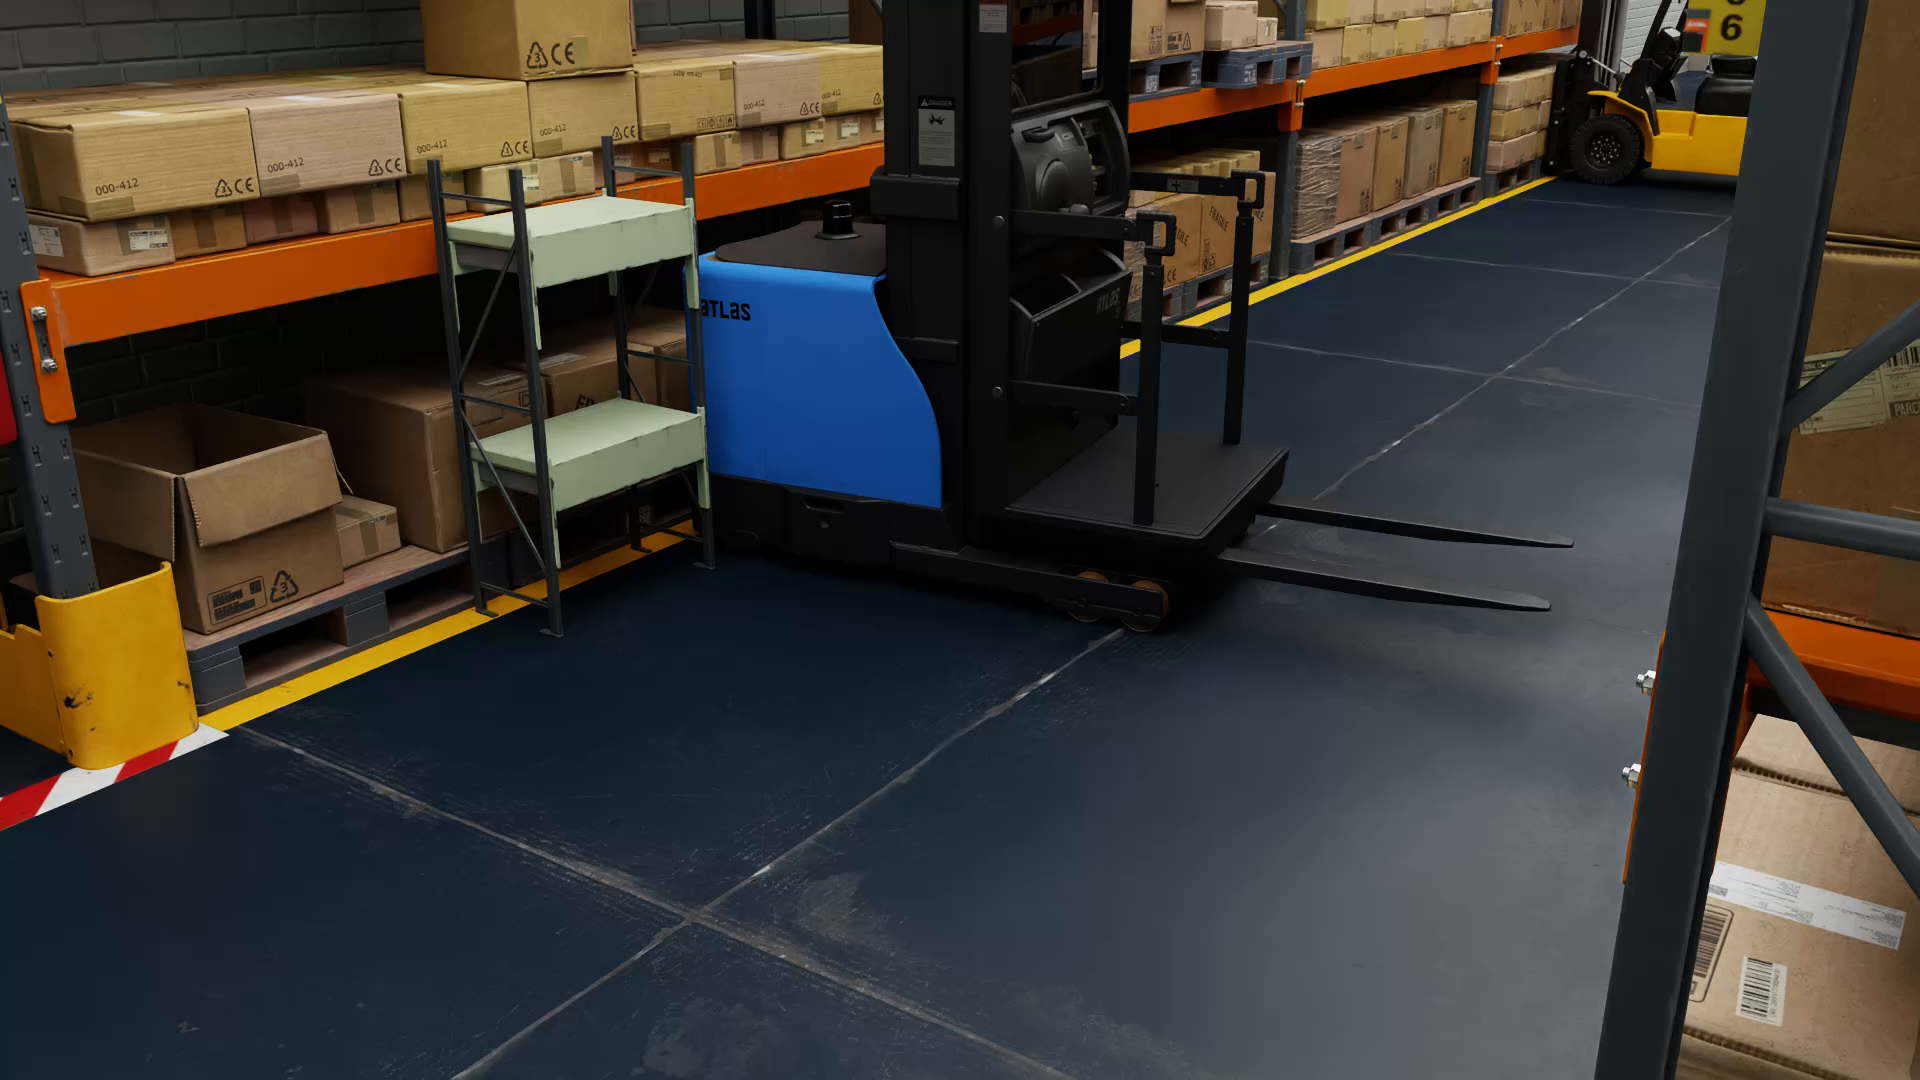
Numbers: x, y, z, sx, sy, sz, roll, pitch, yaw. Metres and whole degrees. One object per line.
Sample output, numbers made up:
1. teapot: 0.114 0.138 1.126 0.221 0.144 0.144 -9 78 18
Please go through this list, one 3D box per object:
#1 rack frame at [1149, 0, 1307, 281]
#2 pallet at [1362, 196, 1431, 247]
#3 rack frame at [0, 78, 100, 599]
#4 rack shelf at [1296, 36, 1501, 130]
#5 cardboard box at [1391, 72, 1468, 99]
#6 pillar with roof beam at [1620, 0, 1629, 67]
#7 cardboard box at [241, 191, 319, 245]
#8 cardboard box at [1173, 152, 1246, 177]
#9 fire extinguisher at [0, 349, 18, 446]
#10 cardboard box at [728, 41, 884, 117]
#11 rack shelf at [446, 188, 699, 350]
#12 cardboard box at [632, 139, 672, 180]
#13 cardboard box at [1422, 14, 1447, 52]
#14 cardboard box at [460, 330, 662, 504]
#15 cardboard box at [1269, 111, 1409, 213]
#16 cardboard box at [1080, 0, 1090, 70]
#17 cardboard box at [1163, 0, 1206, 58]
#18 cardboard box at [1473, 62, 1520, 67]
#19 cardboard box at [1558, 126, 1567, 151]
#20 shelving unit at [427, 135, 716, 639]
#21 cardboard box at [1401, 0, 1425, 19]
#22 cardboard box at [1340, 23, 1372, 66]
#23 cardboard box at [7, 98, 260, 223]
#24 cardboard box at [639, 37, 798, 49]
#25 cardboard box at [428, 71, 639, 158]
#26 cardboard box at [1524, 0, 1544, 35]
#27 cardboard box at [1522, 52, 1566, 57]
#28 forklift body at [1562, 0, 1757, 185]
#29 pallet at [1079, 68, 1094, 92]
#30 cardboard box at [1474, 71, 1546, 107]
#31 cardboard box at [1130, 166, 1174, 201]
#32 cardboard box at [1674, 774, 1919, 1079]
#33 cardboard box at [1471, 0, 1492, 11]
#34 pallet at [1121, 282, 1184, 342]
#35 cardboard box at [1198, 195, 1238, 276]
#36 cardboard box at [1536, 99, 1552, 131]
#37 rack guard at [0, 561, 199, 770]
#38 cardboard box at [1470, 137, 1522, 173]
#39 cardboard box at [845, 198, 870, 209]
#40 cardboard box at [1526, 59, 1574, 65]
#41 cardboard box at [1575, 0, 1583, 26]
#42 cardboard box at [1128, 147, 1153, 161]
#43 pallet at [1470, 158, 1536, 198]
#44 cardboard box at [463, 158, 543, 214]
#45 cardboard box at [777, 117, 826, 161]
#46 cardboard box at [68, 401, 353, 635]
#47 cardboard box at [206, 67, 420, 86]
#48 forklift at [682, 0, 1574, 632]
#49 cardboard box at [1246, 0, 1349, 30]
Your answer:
1. rack frame: 1.706 -3.203 10.602 1.000 3.000 0.127 13 24 32
2. pallet: 2.887 -2.473 12.646 1.003 0.211 1.213 13 24 32
3. rack frame: -2.791 -0.908 4.396 1.000 3.000 0.127 13 24 32
4. rack shelf: 2.830 -3.440 12.278 1.077 0.370 4.000 13 24 32
5. cardboard box: 4.071 -3.906 14.419 0.500 0.250 0.500 14 24 33
6. pillar with roof beam: 11.999 -9.170 18.086 9.100 9.000 0.400 13 24 32
7. cardboard box: -2.156 -0.995 4.994 0.380 0.149 0.250 13 24 31
8. cardboard box: 1.510 -2.257 10.105 0.380 0.149 0.250 12 23 29
9. fire extinguisher: -2.492 -0.565 4.116 0.296 0.674 0.183 13 24 32
10. cardboard box: -0.627 -1.931 6.950 0.500 0.250 0.500 14 24 33
11. rack shelf: -1.255 -0.895 5.397 0.431 0.370 0.720 13 24 32
12. cardboard box: -1.296 -1.438 6.191 0.380 0.149 0.250 14 24 33
13. cardboard box: 3.305 -3.803 12.440 0.500 0.250 0.500 13 24 32
14. cardboard box: -1.477 -0.460 6.181 0.500 0.500 0.500 14 24 33
15. cardboard box: 2.807 -2.845 12.451 0.875 0.625 0.625 12 24 30
16. cardboard box: 0.205 -2.543 8.068 0.700 0.500 0.500 14 24 32
17. cardboard box: 0.941 -2.944 9.147 0.797 0.503 0.637 13 24 31
18. cardboard box: 4.914 -4.343 15.599 0.500 0.250 0.500 13 24 31
19. cardboard box: 5.350 -3.774 15.501 0.500 0.250 0.500 14 25 34
20. shelving unit: -1.255 -0.529 5.533 0.431 1.500 0.755 13 24 32
21. cardboard box: 3.015 -3.889 11.950 0.500 0.250 0.500 14 24 33
22. cardboard box: 2.444 -3.356 11.230 0.500 0.250 0.500 13 24 31
23. cardboard box: -2.314 -1.055 4.580 0.500 0.250 0.500 13 24 32
24. cardboard box: -1.045 -2.035 7.231 0.500 0.250 0.500 13 24 31
25. cardboard box: -1.478 -1.497 5.774 0.500 0.250 0.500 13 24 30
26. cardboard box: 4.699 -4.627 14.306 0.500 0.500 0.500 14 24 33
27. cardboard box: 5.776 -4.774 16.765 0.500 0.250 0.500 13 24 31
28. forklift body: 6.646 -4.201 14.521 2.313 2.155 1.214 13 24 32
29. pallet: -0.003 -2.174 8.094 1.003 0.211 1.213 13 24 32
30. cardboard box: 4.781 -3.950 14.536 0.500 0.250 0.500 13 24 32
31. cardboard box: 0.999 -2.051 9.550 0.380 0.149 0.250 13 24 31
32. cardboard box: 1.604 0.855 2.718 0.875 0.438 0.875 12 24 30
33. cardboard box: 3.890 -4.324 13.128 0.500 0.250 0.500 13 24 31
34. pallet: 0.568 -1.340 9.584 1.003 0.211 1.213 13 24 32
35. cardboard box: 1.356 -1.923 10.138 0.500 0.500 0.500 13 24 31
36. cardboard box: 5.055 -3.858 15.010 0.500 0.250 0.500 13 24 31
37. rack guard: -2.749 0.243 4.889 1.175 0.500 0.348 13 24 32
38. cardboard box: 4.500 -3.333 14.309 0.500 0.250 0.500 14 24 32
39. cardboard box: -0.431 -1.623 8.392 0.380 0.149 0.250 13 24 32
40. cardboard box: 5.644 -4.388 15.720 0.500 0.250 0.500 14 24 32
41. cardboard box: 5.556 -5.059 15.474 0.500 0.500 0.500 13 24 31
42. cardboard box: 0.983 -2.372 10.418 0.380 0.149 0.250 14 25 33
43. pallet: 4.436 -3.263 14.783 1.003 0.211 1.213 13 24 32
44. cardboard box: -1.614 -1.191 5.523 0.380 0.149 0.250 12 24 30
45. cardboard box: -0.768 -1.639 6.734 0.380 0.149 0.250 14 24 33
46. cardboard box: -2.369 -0.091 5.181 0.797 0.503 0.637 12 24 30
47. cardboard box: -2.179 -1.450 5.648 0.500 0.250 0.500 14 25 33
48. forklift: 0.563 -1.282 5.507 3.031 2.935 1.130 9 22 24
49. cardboard box: 2.178 -3.442 10.743 0.500 0.250 0.500 13 24 32
